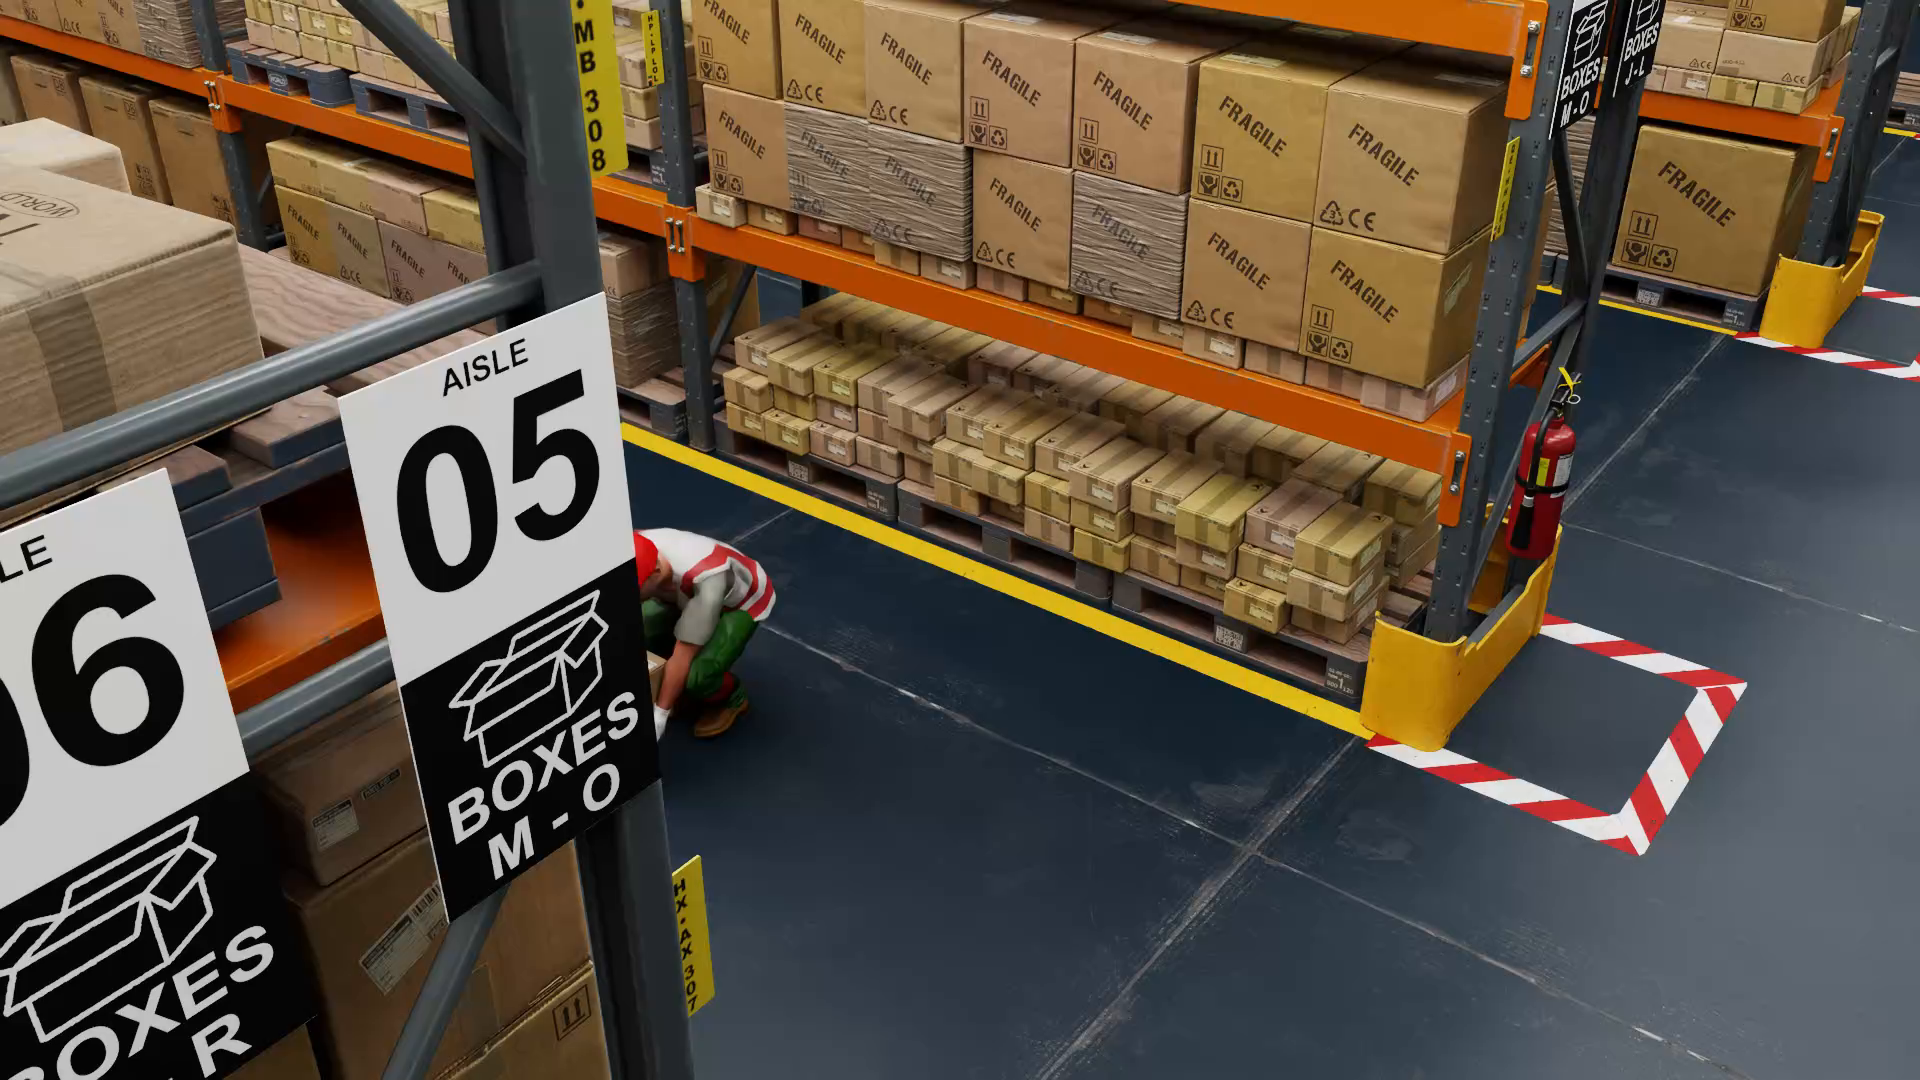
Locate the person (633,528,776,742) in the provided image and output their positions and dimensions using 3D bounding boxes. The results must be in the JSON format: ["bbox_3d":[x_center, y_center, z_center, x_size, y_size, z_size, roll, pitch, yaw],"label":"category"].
[{"bbox_3d":[-1.069,0.297,6.379,0.548,1.012,0.852,20,36,31],"label":"person"}]
